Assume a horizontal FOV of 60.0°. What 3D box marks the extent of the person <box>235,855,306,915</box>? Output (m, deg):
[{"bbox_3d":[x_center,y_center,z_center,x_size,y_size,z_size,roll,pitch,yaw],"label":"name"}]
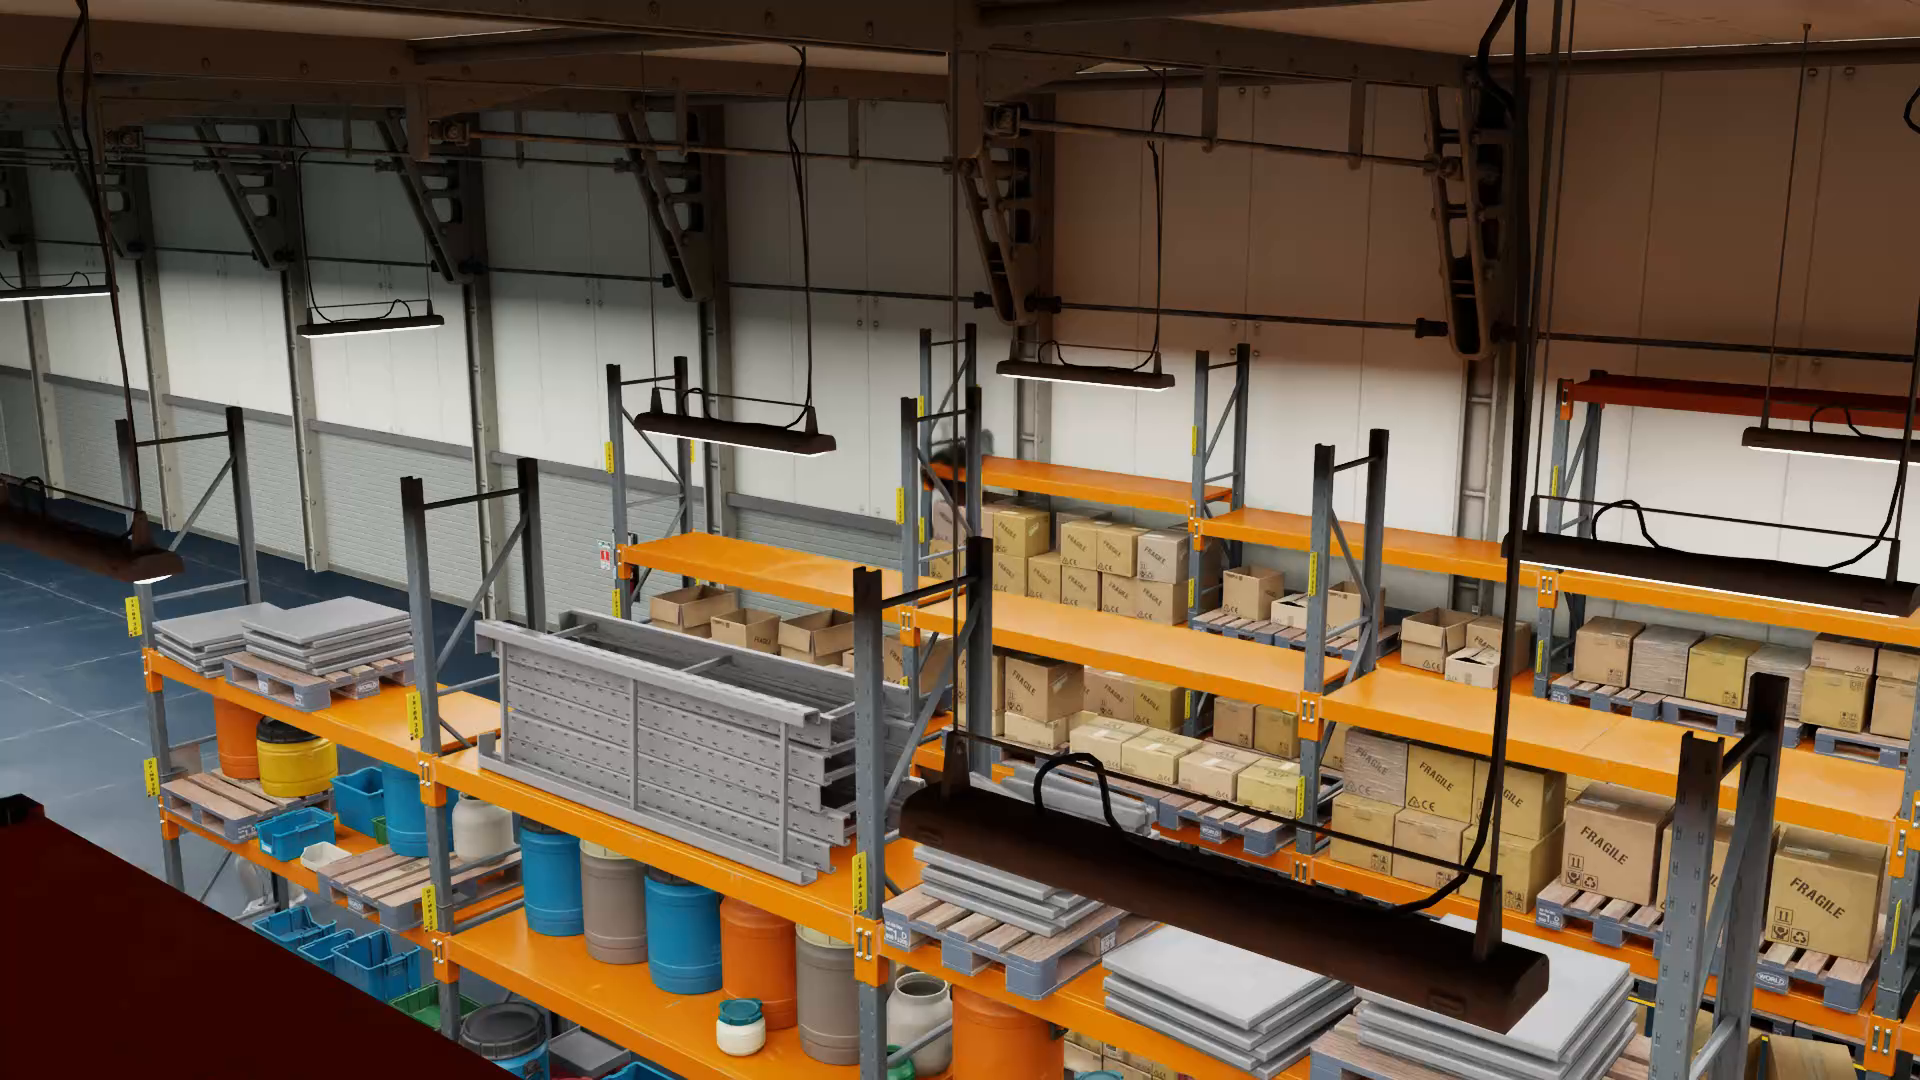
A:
[{"bbox_3d":[-7.552,3.261,18.034,0.746,1.721,0.533,-6,14,-26],"label":"person"}]
